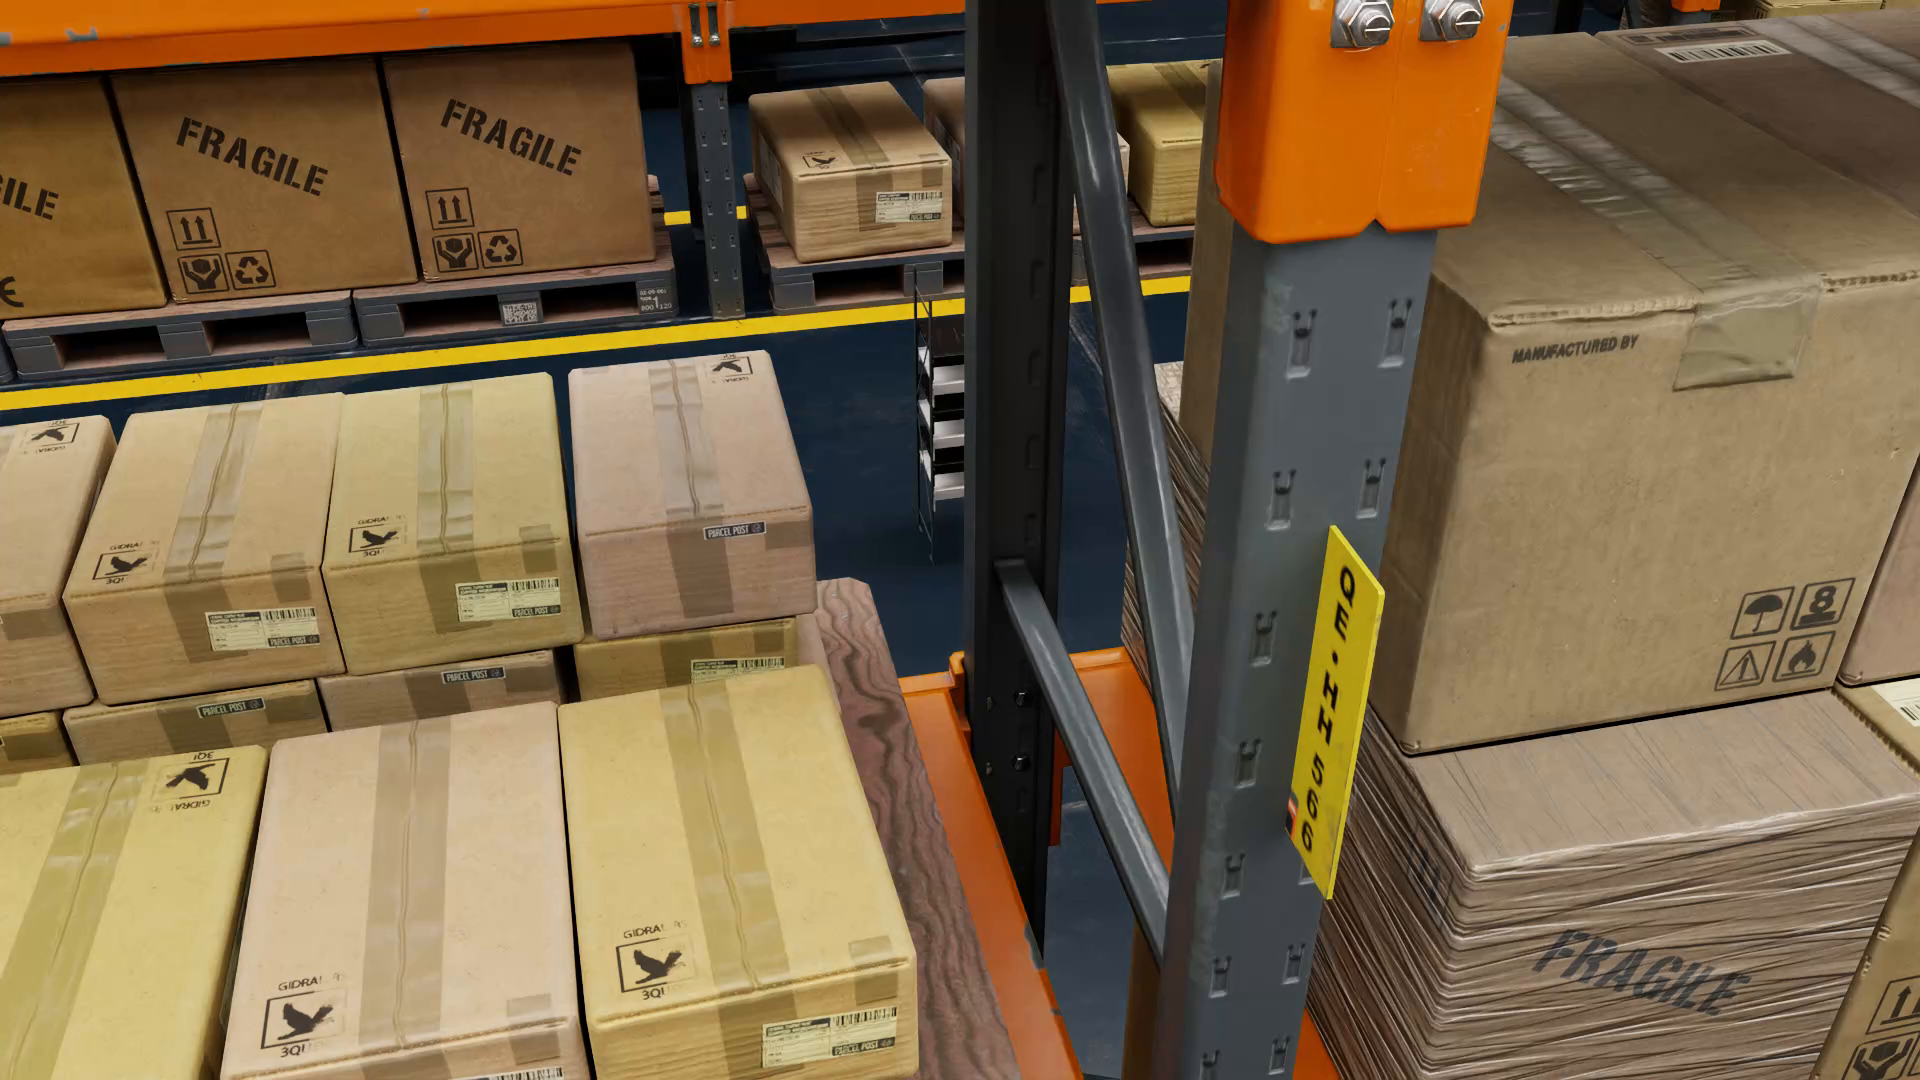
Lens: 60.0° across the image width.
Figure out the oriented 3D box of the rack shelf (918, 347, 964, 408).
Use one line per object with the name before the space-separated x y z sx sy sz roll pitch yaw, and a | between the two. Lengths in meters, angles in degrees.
rack shelf | -0.008 -0.494 4.916 0.200 0.077 0.258 -7 35 -11

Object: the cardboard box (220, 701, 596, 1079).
cardboard box | -0.447 0.323 1.391 0.250 0.149 0.380 -8 35 -11

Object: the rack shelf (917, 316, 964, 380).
rack shelf | -0.008 -0.569 4.866 0.200 0.077 0.258 -7 35 -11

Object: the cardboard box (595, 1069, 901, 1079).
cardboard box | -0.206 0.416 1.520 0.250 0.149 0.380 -6 34 -10

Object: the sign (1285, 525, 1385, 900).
sign | 0.304 0.147 1.371 0.005 0.325 0.100 -7 35 -11

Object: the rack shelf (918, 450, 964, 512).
rack shelf | -0.008 -0.196 5.117 0.200 0.077 0.258 -7 35 -11

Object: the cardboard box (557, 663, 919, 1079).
cardboard box | -0.202 0.293 1.435 0.250 0.149 0.380 -9 35 -12

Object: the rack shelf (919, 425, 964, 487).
rack shelf | -0.008 -0.270 5.066 0.200 0.077 0.258 -7 35 -11

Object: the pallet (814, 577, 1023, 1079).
pallet | -0.496 0.526 1.946 1.003 0.211 1.213 -7 35 -11

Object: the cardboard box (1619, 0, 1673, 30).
cardboard box | 3.404 -2.431 7.599 0.500 0.500 0.500 -8 35 -11

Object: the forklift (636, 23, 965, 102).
forklift | -1.423 -3.741 8.252 3.031 2.867 1.129 -8 35 -11

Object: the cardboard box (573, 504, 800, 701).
cardboard box | -0.340 0.058 2.054 0.250 0.149 0.380 -6 34 -8

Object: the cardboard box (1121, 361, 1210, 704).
cardboard box | 0.555 0.058 2.382 0.500 0.500 0.500 -7 35 -11

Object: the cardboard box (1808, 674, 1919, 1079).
cardboard box | 1.168 0.287 2.041 0.500 0.500 0.500 -7 35 -11

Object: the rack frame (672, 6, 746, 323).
rack frame | -1.015 -2.377 6.100 0.127 3.000 1.000 -7 35 -11

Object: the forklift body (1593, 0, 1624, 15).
forklift body | 4.242 -4.480 9.996 1.214 2.155 2.313 -7 35 -11

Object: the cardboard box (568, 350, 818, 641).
cardboard box | -0.322 -0.064 1.968 0.250 0.149 0.380 -7 35 -10

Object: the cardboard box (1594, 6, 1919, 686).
cardboard box | 1.108 -0.268 1.971 0.500 0.500 0.700 -8 35 -11

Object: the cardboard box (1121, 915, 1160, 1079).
cardboard box | 0.789 1.035 2.658 0.750 0.750 1.050 -8 35 -11

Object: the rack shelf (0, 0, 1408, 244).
rack shelf | -1.775 -0.400 1.108 4.000 0.370 1.077 -7 35 -11

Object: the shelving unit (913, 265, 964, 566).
shelving unit | -0.008 -0.373 4.998 0.210 0.900 0.258 -7 35 -11

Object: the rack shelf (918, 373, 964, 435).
rack shelf | -0.008 -0.420 4.966 0.200 0.077 0.258 -7 35 -11

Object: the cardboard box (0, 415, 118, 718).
cardboard box | -1.078 0.030 1.828 0.250 0.149 0.380 -9 35 -13

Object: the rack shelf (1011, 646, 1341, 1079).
rack shelf | 2.126 0.354 2.676 4.000 0.370 1.077 -7 35 -11

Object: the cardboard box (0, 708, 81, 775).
cardboard box | -1.110 0.158 1.904 0.250 0.149 0.380 -7 35 -10

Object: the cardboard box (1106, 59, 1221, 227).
cardboard box | 0.997 -1.709 7.087 0.625 0.372 0.950 -6 34 -9

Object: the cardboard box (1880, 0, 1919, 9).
cardboard box | 4.041 -2.211 7.270 0.500 0.500 0.500 -6 34 -9

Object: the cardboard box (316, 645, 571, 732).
cardboard box | -0.605 0.092 2.002 0.250 0.149 0.380 -6 34 -8

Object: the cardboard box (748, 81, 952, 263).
cardboard box | -0.462 -1.524 6.811 0.625 0.372 0.950 -9 35 -14

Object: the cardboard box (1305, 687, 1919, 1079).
cardboard box | 0.673 0.351 1.945 0.500 0.500 0.500 -7 34 -10

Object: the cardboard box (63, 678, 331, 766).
cardboard box | -0.864 0.127 1.951 0.250 0.149 0.380 -8 35 -12

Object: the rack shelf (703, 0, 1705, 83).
rack shelf | 0.935 -2.324 6.667 4.000 0.370 1.077 -7 35 -11

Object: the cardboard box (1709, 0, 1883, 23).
cardboard box | 3.521 -2.138 7.162 0.500 0.500 0.500 -6 34 -8

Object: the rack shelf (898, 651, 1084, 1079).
rack shelf | -1.775 0.846 1.943 4.000 0.370 1.077 -7 35 -11

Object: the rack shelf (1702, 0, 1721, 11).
rack shelf | 4.837 -2.816 7.399 4.000 0.370 1.077 -7 35 -11

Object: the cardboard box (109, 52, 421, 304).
cardboard box | -2.578 -1.522 6.356 0.875 0.875 0.875 -7 34 -10

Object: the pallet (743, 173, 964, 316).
pallet | -0.253 -1.314 7.019 1.213 0.211 1.003 -7 35 -11

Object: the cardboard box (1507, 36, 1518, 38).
cardboard box | 2.375 -1.886 7.350 0.625 0.372 0.950 -7 34 -10

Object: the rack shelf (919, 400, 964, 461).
rack shelf | -0.008 -0.345 5.016 0.200 0.077 0.258 -7 35 -11

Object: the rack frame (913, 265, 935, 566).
rack frame | -0.107 -0.360 4.979 0.006 0.900 0.240 -7 35 -11

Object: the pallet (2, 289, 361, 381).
pallet | -2.988 -1.015 6.573 1.213 0.211 1.003 -7 35 -11

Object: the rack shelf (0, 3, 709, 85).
rack shelf | -2.966 -1.832 5.934 4.000 0.370 1.077 -7 35 -11

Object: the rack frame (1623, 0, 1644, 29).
rack frame | 2.885 -2.870 6.835 0.053 2.616 0.949 -7 35 -11

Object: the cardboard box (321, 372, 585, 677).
cardboard box | -0.580 -0.030 1.917 0.250 0.149 0.380 -8 35 -12

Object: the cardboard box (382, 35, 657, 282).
cardboard box | -1.707 -1.629 6.516 0.875 0.875 0.875 -7 35 -11
